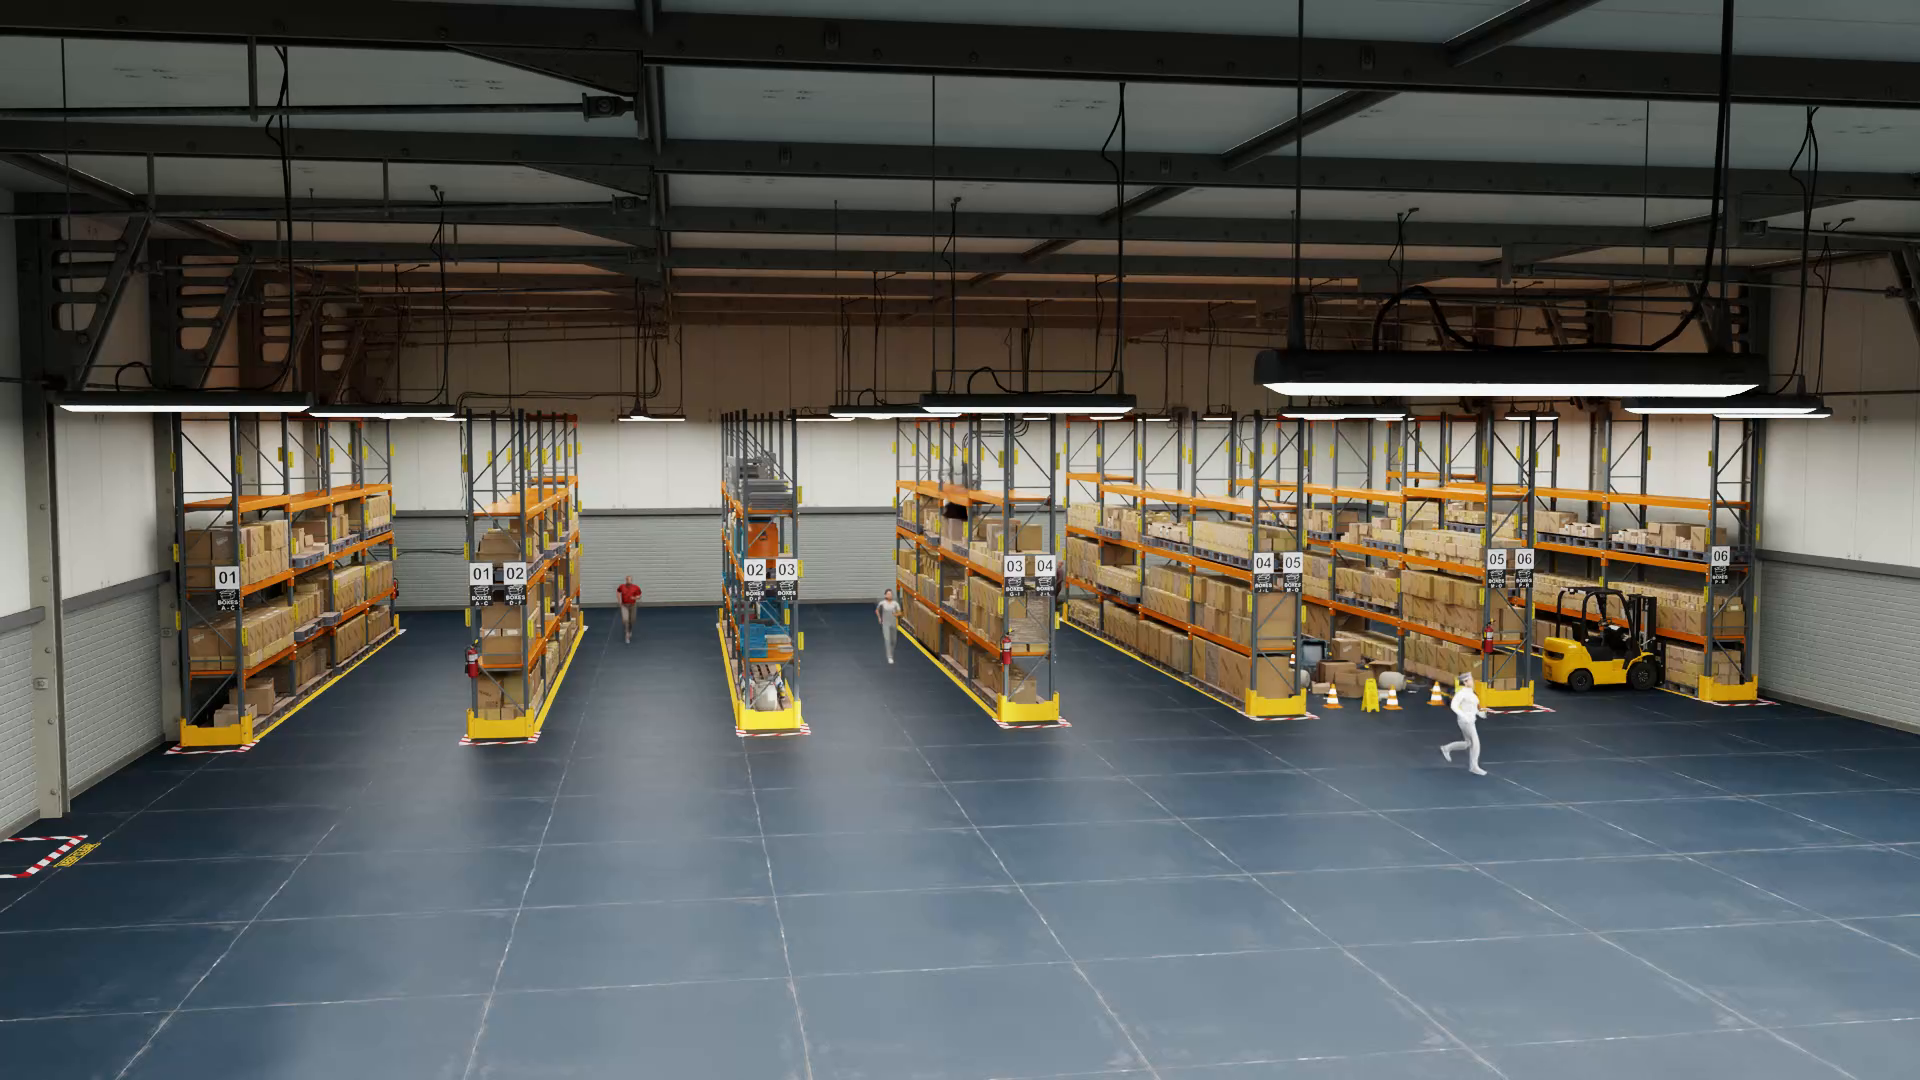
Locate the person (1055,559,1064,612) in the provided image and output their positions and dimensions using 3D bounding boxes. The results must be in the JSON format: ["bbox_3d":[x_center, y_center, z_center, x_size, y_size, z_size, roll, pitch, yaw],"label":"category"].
[{"bbox_3d":[2.857,1.406,49.842,0.549,1.671,0.763,0,4,5],"label":"person"}]

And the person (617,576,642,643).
[{"bbox_3d":[-8.717,1.834,43.885,0.627,1.805,0.966,-1,4,-18],"label":"person"}]

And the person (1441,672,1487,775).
[{"bbox_3d":[8.281,2.995,27.336,0.781,1.687,0.618,2,5,31],"label":"person"}]

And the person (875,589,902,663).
[{"bbox_3d":[-1.614,1.955,37.913,0.575,1.670,0.848,-1,4,-13],"label":"person"}]
